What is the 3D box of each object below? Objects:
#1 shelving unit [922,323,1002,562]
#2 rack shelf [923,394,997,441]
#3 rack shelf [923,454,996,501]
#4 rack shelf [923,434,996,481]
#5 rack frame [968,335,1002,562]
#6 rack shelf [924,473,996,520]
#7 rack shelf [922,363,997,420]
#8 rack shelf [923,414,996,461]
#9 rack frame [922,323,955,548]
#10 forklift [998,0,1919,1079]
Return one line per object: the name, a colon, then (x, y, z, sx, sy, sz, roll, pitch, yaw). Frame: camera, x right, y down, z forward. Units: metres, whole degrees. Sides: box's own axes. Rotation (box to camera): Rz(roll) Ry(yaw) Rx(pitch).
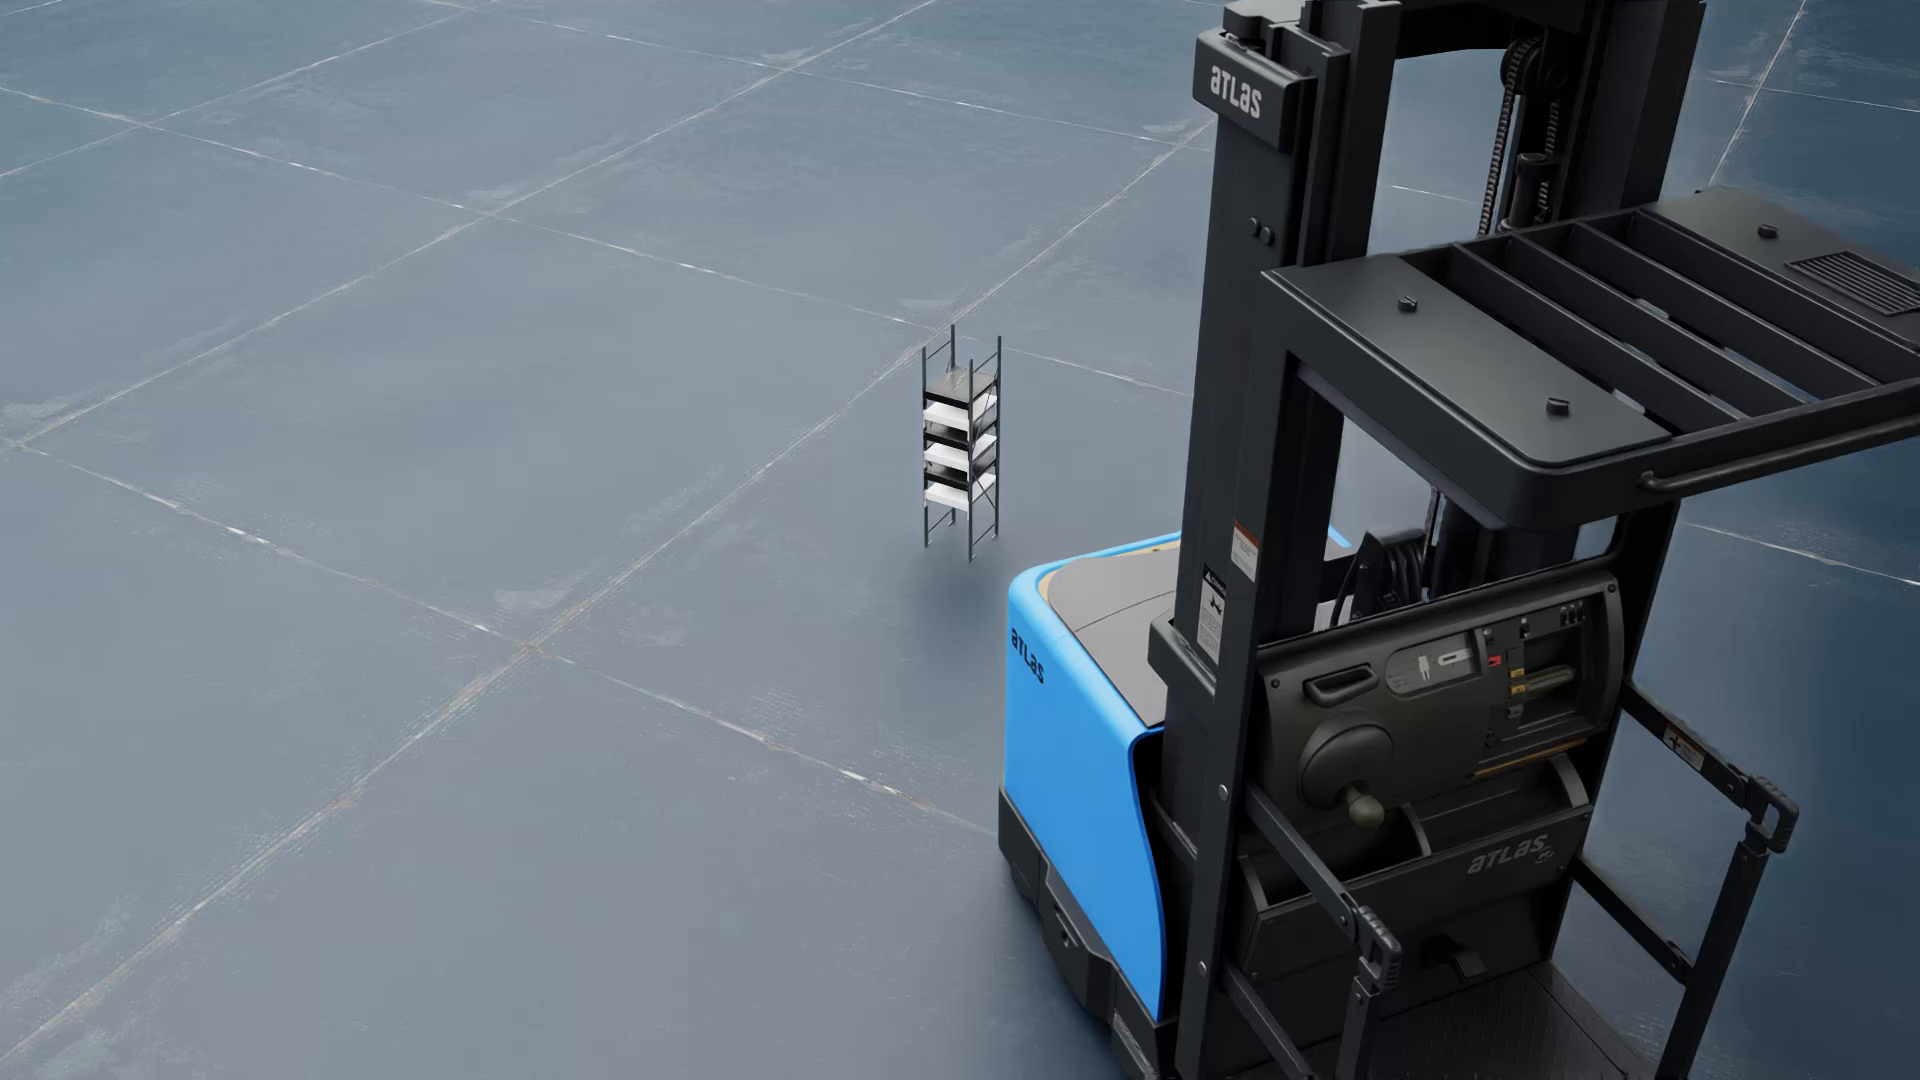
shelving unit: (0.007, -0.372, 6.497, 0.210, 0.900, 0.258, 18, 37, 24)
rack shelf: (0.007, -0.494, 6.416, 0.200, 0.077, 0.258, 18, 37, 24)
rack shelf: (0.007, -0.270, 6.566, 0.200, 0.077, 0.258, 18, 37, 24)
rack shelf: (0.007, -0.345, 6.516, 0.200, 0.077, 0.258, 18, 37, 24)
rack frame: (0.095, -0.344, 6.455, 0.006, 0.900, 0.240, 18, 37, 24)
rack shelf: (0.007, -0.195, 6.615, 0.200, 0.077, 0.258, 18, 37, 24)
rack shelf: (0.007, -0.569, 6.366, 0.200, 0.077, 0.258, 18, 37, 24)
rack shelf: (0.007, -0.419, 6.466, 0.200, 0.077, 0.258, 18, 37, 24)
rack frame: (-0.081, -0.400, 6.539, 0.006, 0.900, 0.240, 18, 37, 24)
forklift: (1.156, 0.412, 3.486, 1.130, 2.935, 3.031, -13, 36, -19)
